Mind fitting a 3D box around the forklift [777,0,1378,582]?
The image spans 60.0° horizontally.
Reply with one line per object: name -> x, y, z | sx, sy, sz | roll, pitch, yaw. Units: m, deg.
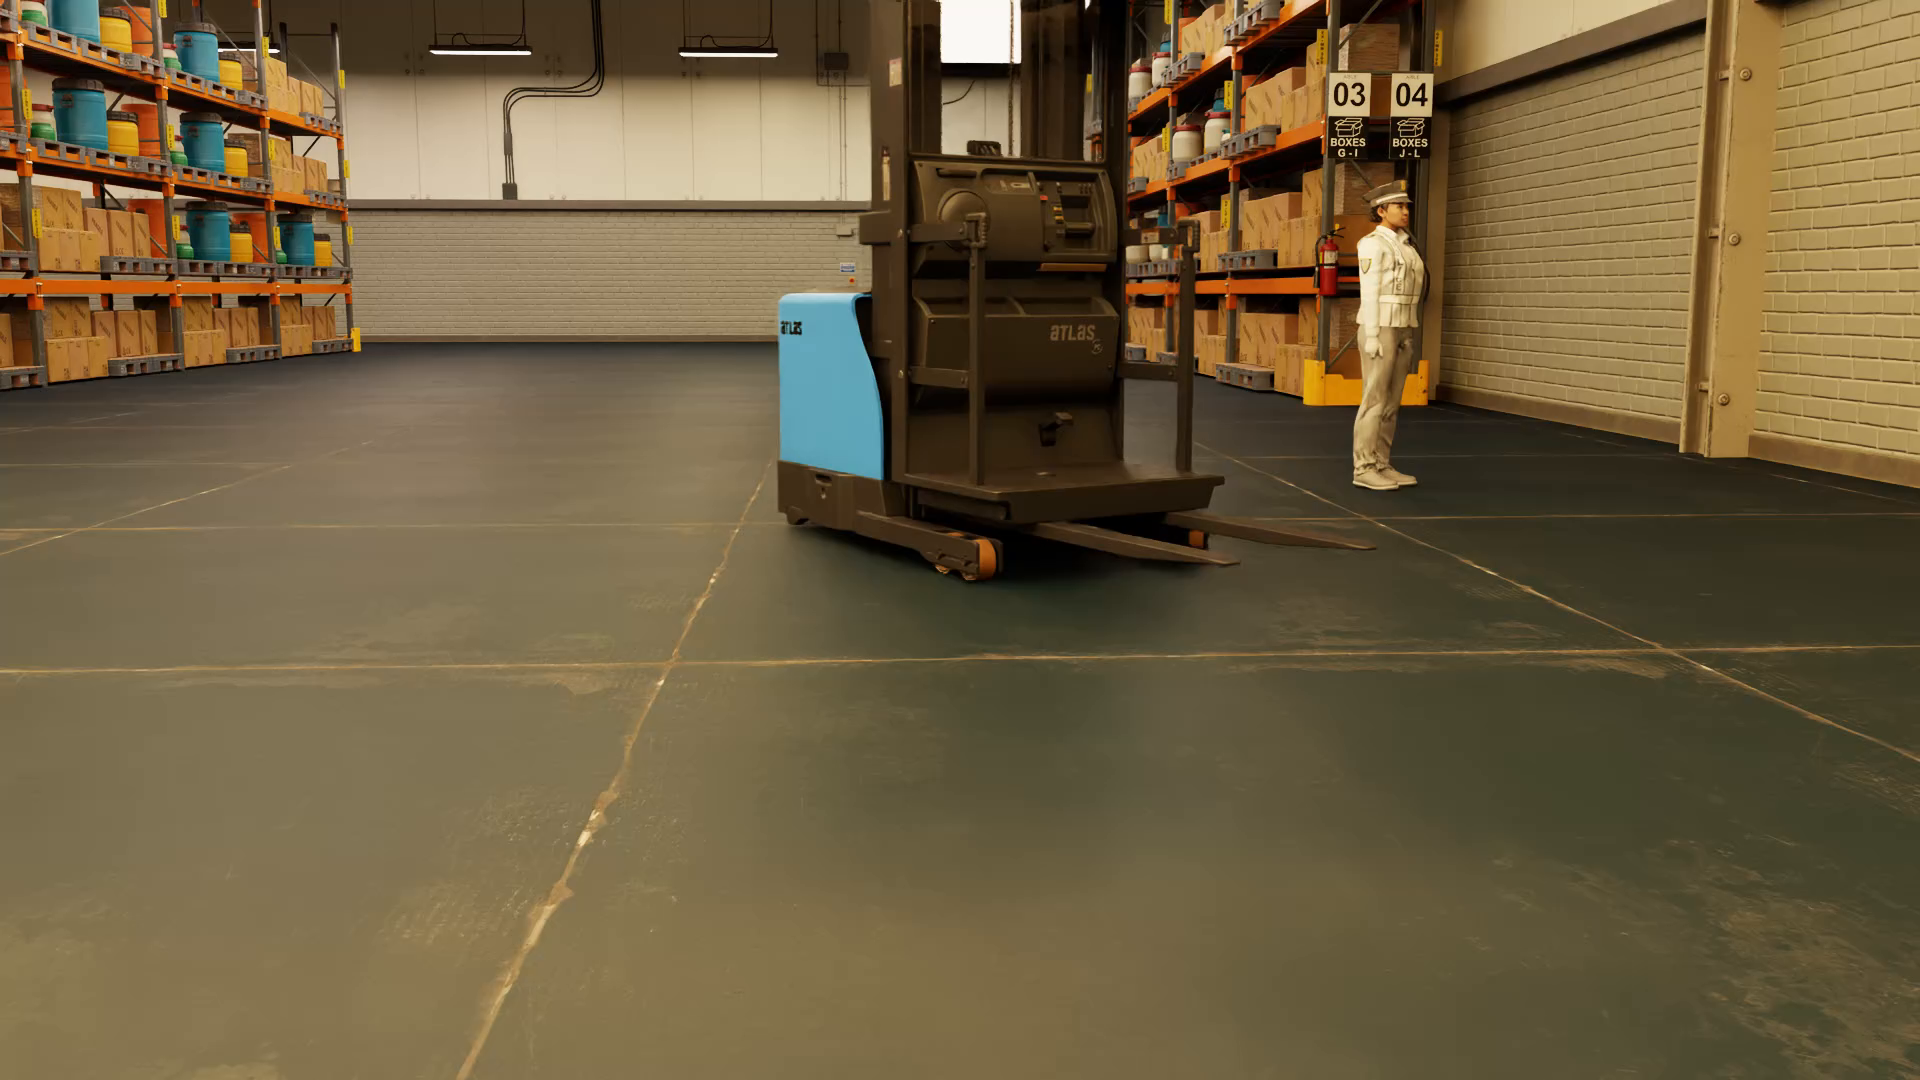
forklift -> 0.346, -1.370, 6.555 | 1.130, 2.935, 3.031 | -5, 10, -31

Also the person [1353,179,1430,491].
person -> 2.382, -1.138, 9.237 | 0.339, 1.692, 0.463 | 7, 11, 39
